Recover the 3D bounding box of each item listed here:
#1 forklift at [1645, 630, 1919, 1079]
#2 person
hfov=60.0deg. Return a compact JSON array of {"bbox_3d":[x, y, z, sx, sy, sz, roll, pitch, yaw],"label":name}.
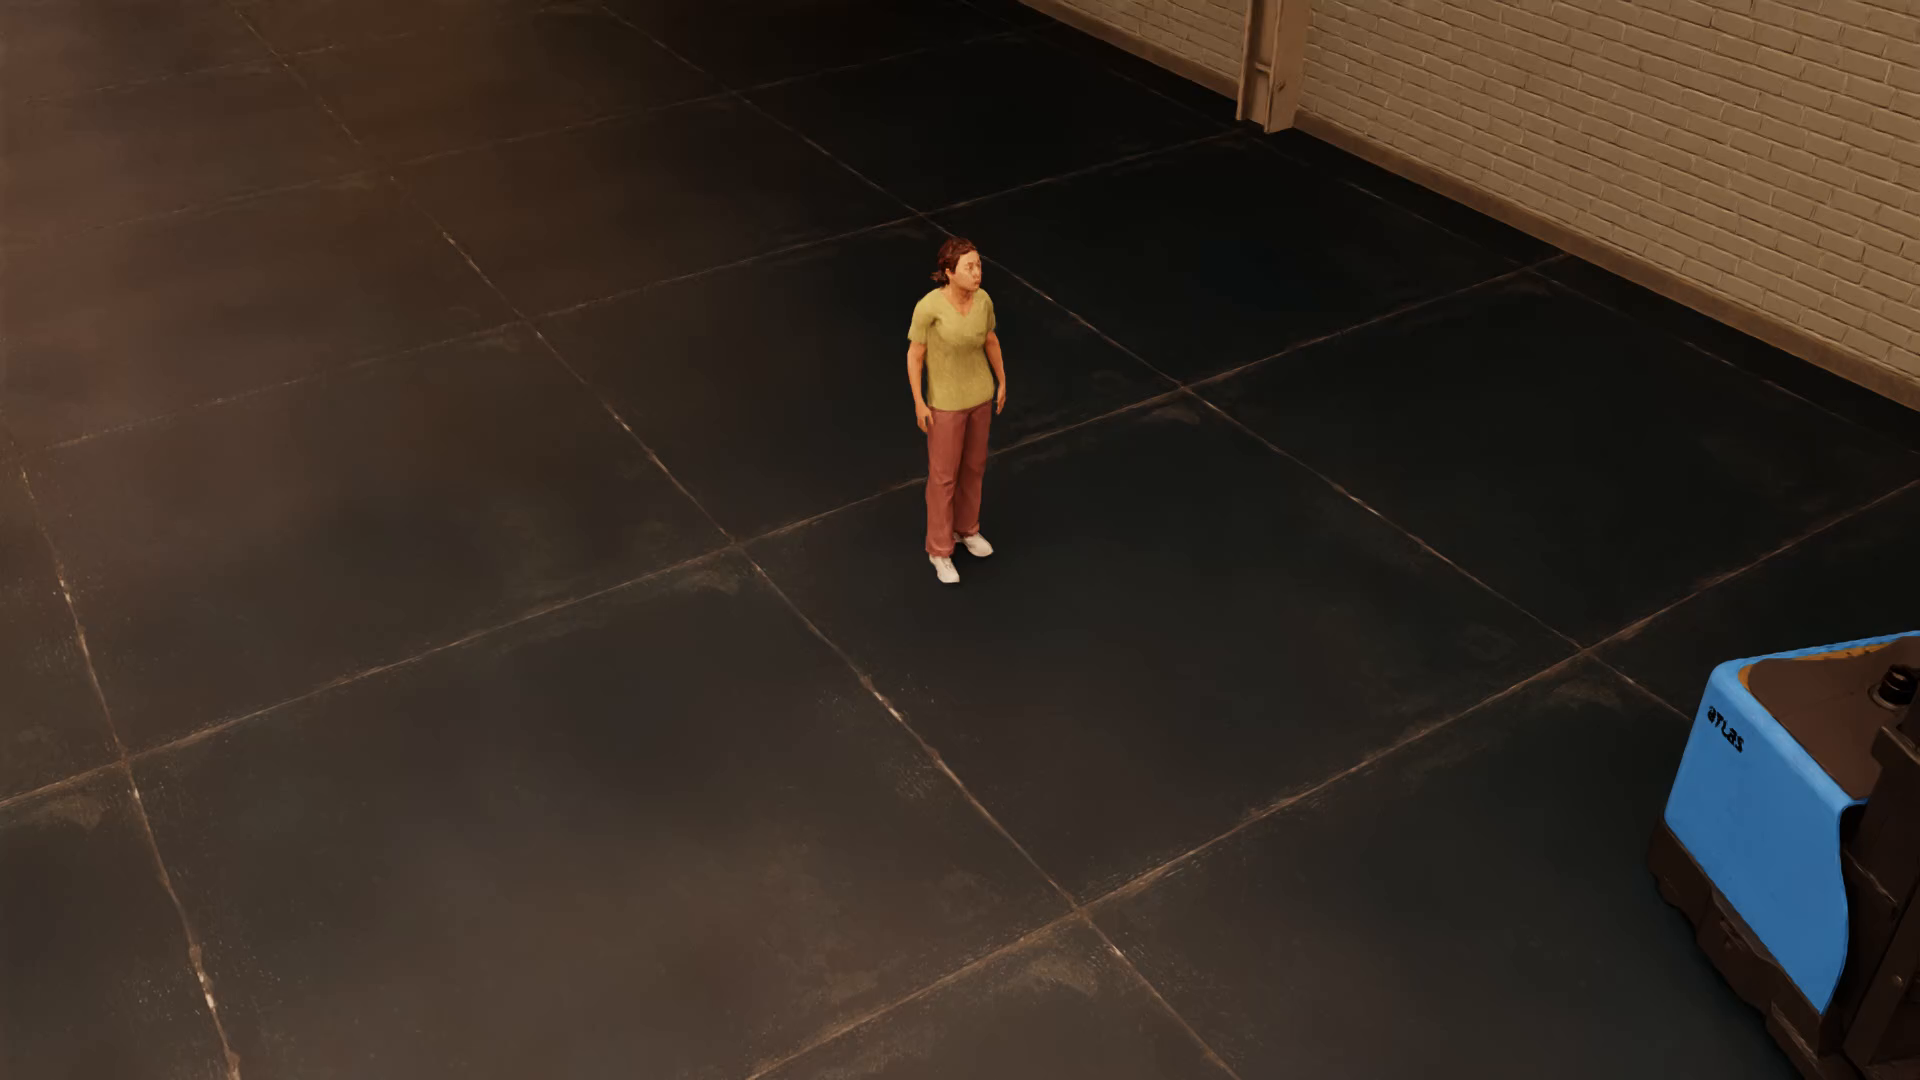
[{"bbox_3d":[3.604,0.898,4.869,1.130,2.935,3.031,-8,36,-11],"label":"forklift"},{"bbox_3d":[0.031,-0.652,8.156,0.554,1.674,0.548,-21,40,-27],"label":"person"}]
